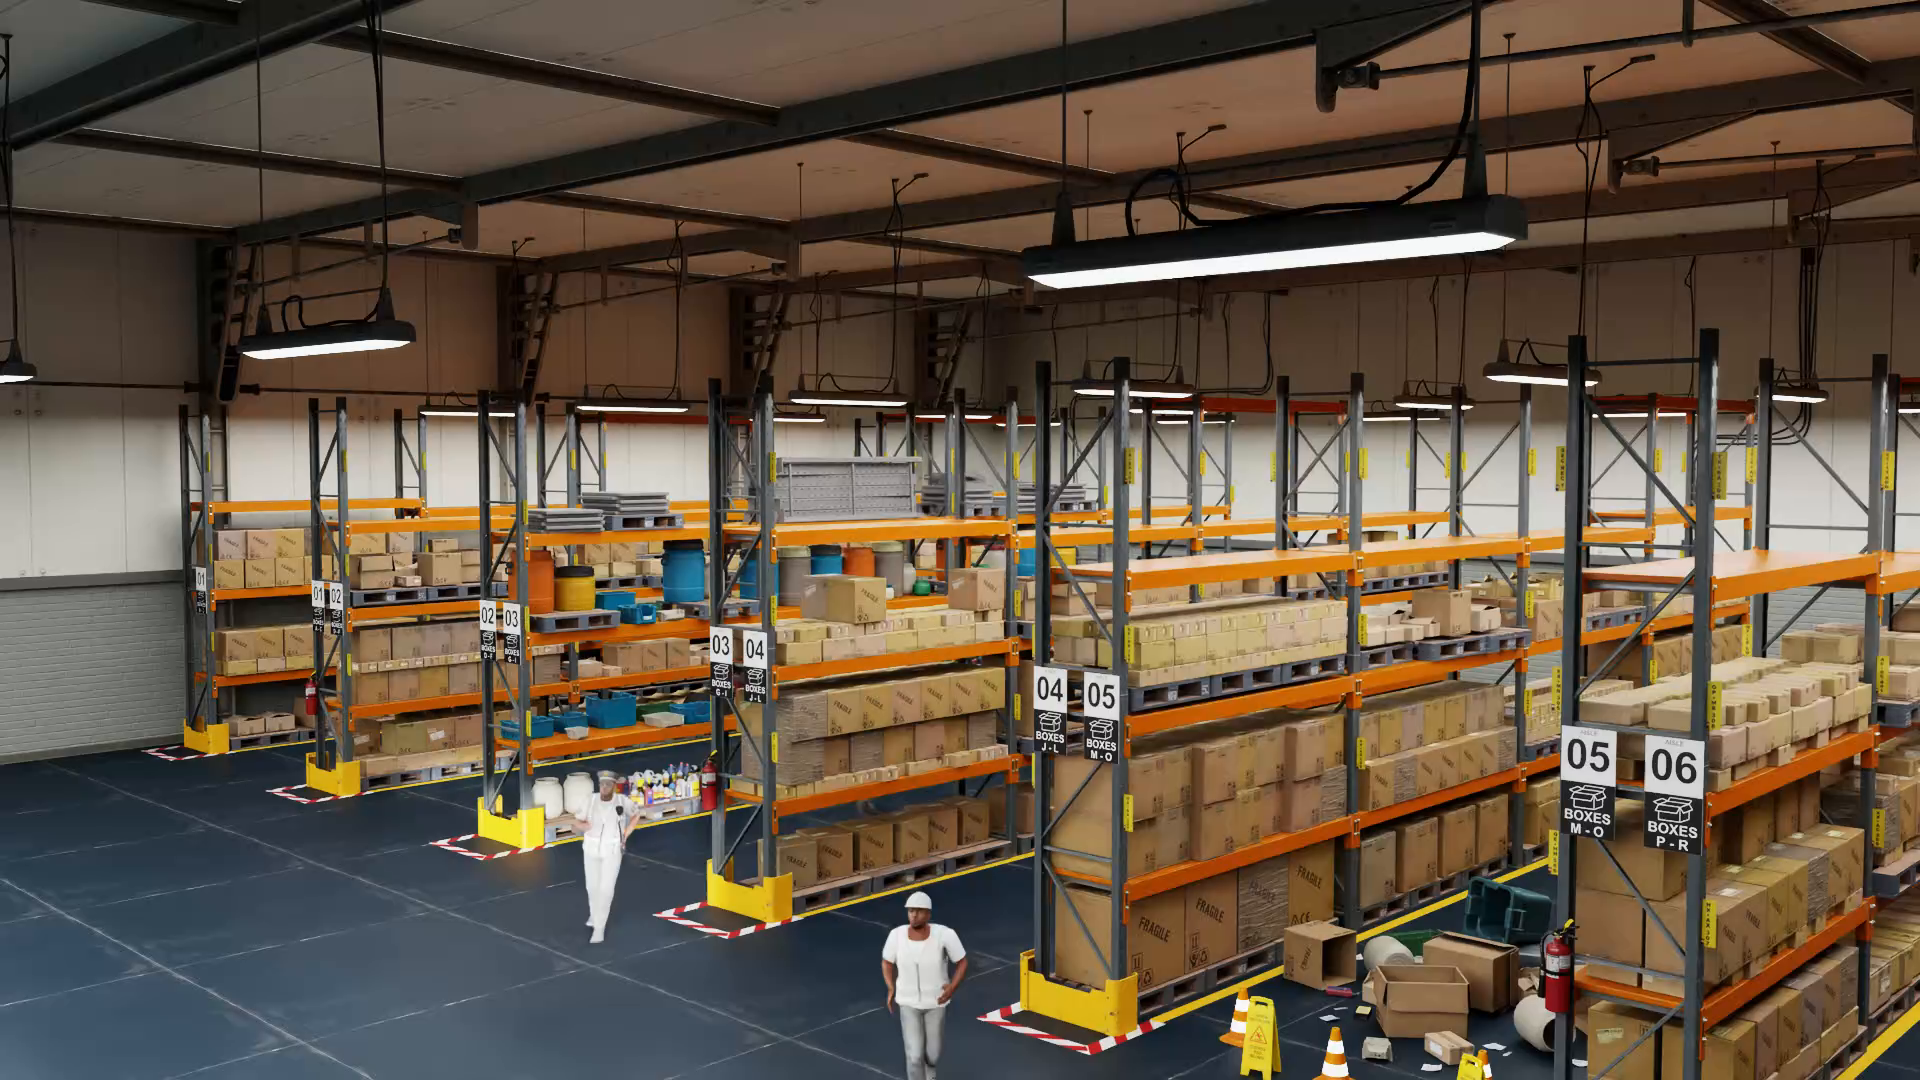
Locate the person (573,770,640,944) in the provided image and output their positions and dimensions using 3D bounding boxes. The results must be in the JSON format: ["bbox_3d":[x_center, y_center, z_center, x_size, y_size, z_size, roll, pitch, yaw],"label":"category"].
[{"bbox_3d":[-3.787,3.359,17.766,0.659,1.858,0.774,0,3,2],"label":"person"}]

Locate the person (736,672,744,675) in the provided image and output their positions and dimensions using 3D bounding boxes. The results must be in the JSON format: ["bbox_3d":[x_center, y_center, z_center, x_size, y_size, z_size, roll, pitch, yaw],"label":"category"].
[{"bbox_3d":[-4.336,2.491,34.230,0.722,1.746,0.628,2,4,39],"label":"person"}]

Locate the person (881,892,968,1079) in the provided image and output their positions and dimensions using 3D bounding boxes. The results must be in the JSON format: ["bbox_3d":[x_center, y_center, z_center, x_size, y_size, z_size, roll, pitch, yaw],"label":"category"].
[{"bbox_3d":[-0.287,3.616,13.035,0.692,1.748,0.700,0,3,6],"label":"person"}]

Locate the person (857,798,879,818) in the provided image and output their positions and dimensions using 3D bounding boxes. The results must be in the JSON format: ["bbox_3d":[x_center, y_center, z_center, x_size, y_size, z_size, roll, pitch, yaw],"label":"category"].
[{"bbox_3d":[-1.273,3.156,22.151,0.564,1.658,0.558,3,4,43],"label":"person"}]
